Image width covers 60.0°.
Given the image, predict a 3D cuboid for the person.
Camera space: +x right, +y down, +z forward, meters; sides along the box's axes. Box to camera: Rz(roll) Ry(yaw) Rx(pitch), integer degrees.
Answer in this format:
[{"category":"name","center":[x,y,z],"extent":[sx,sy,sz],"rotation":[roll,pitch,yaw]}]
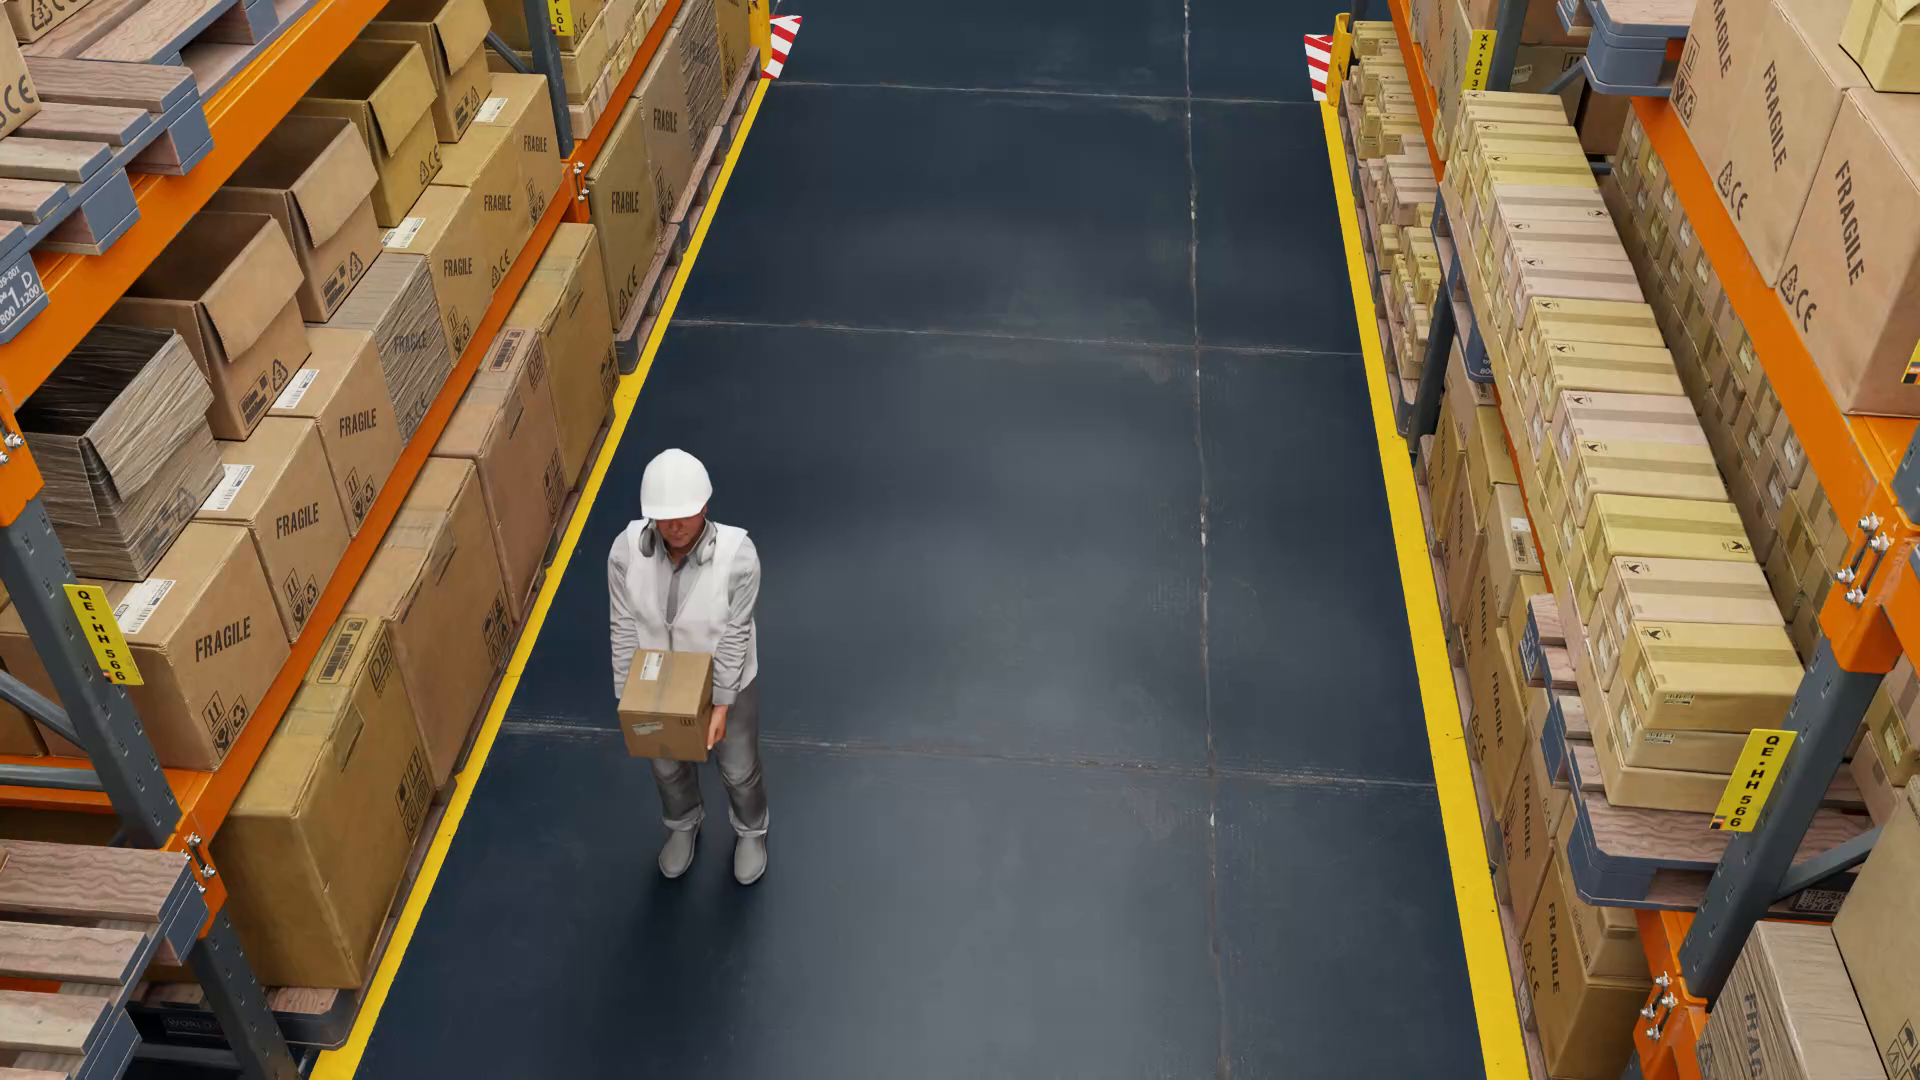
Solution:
[{"category":"person","center":[-0.890,0.508,5.530],"extent":[0.495,1.771,0.541],"rotation":[3,40,4]}]
